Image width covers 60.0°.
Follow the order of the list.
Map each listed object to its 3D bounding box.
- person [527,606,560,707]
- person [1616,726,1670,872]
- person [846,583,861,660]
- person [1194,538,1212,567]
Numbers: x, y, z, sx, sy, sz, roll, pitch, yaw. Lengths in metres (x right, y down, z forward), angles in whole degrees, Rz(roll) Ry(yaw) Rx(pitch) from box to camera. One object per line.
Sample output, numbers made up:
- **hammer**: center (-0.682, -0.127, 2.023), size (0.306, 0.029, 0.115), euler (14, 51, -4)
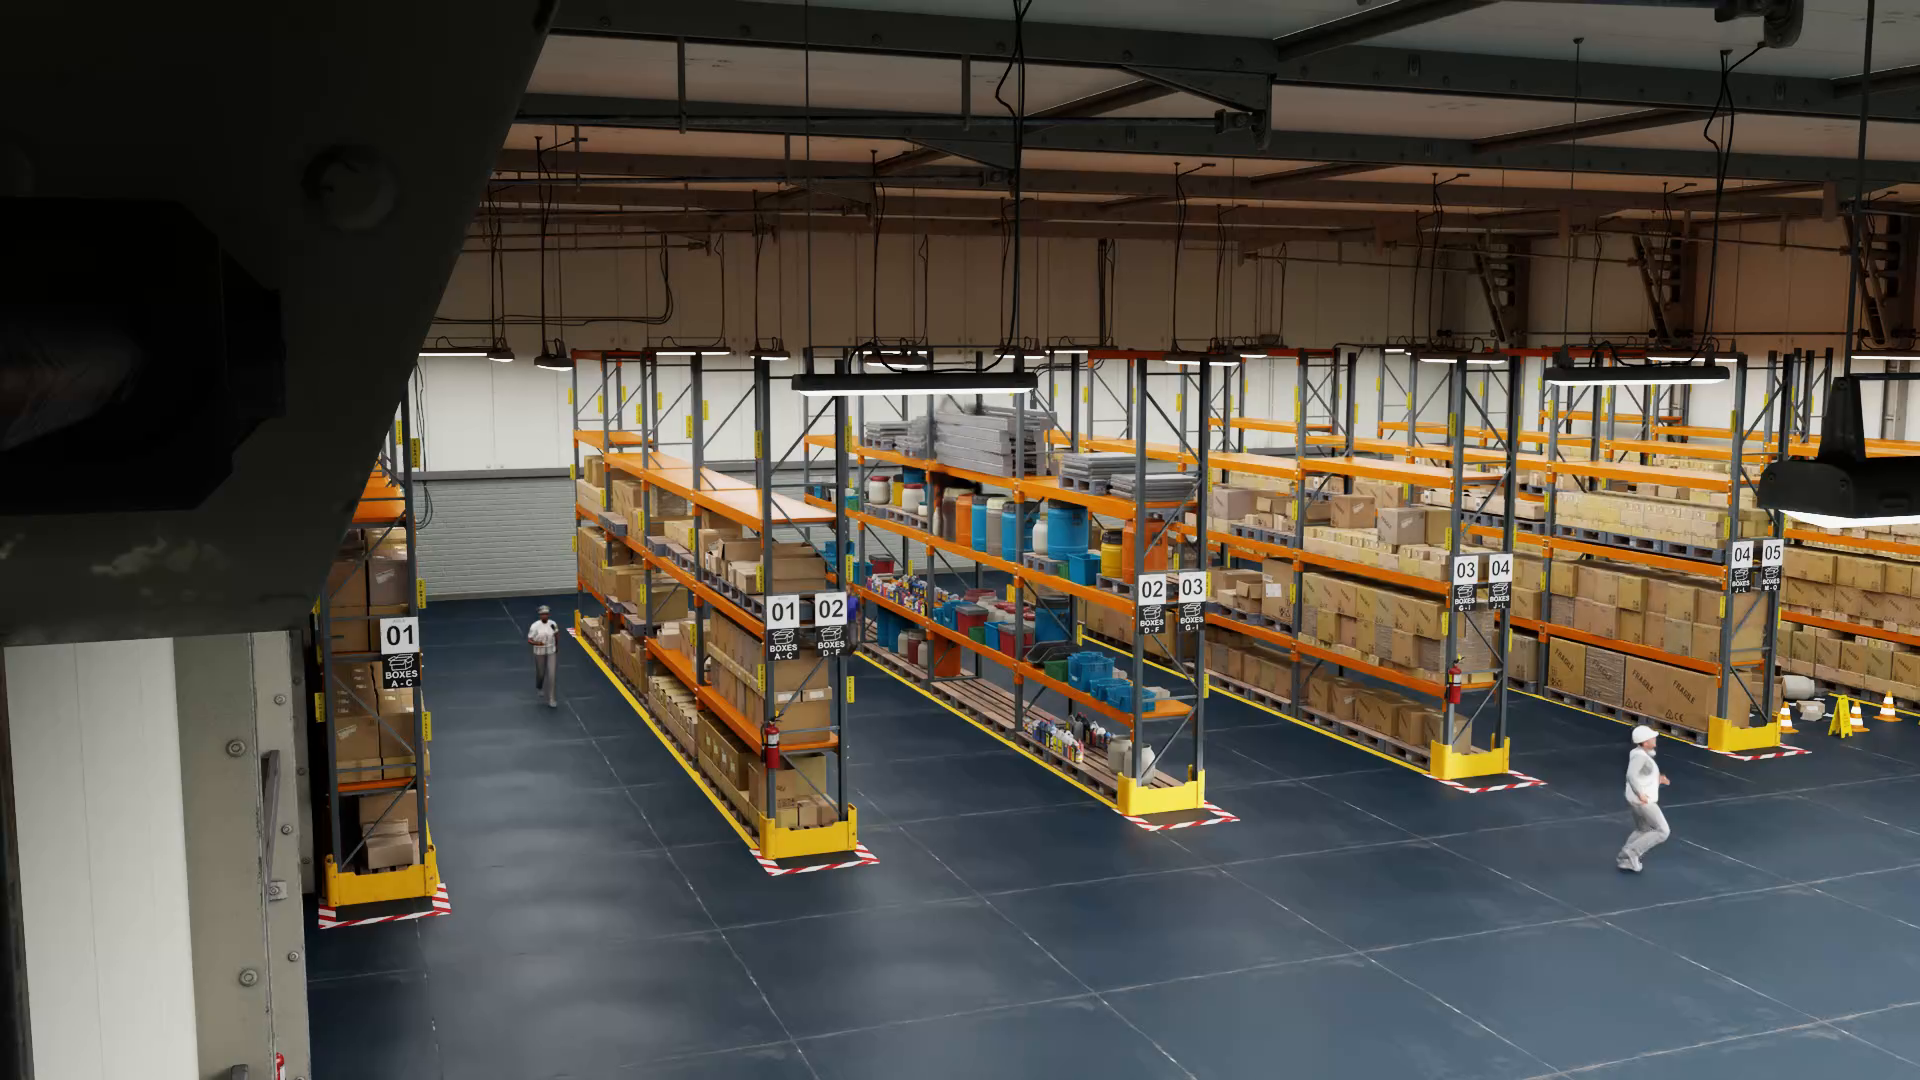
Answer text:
- **person**: center (-7.077, 1.943, 28.381), size (0.586, 1.685, 0.891), euler (-3, 8, -25)
- **person**: center (8.033, 3.037, 19.507), size (0.557, 1.740, 0.708), euler (2, 7, 16)
- **person**: center (-2.069, 1.602, 30.766), size (0.571, 1.579, 0.573), euler (-3, 8, -23)
- **person**: center (5.461, 0.782, 37.749), size (0.698, 1.740, 0.652), euler (-2, 7, -14)
